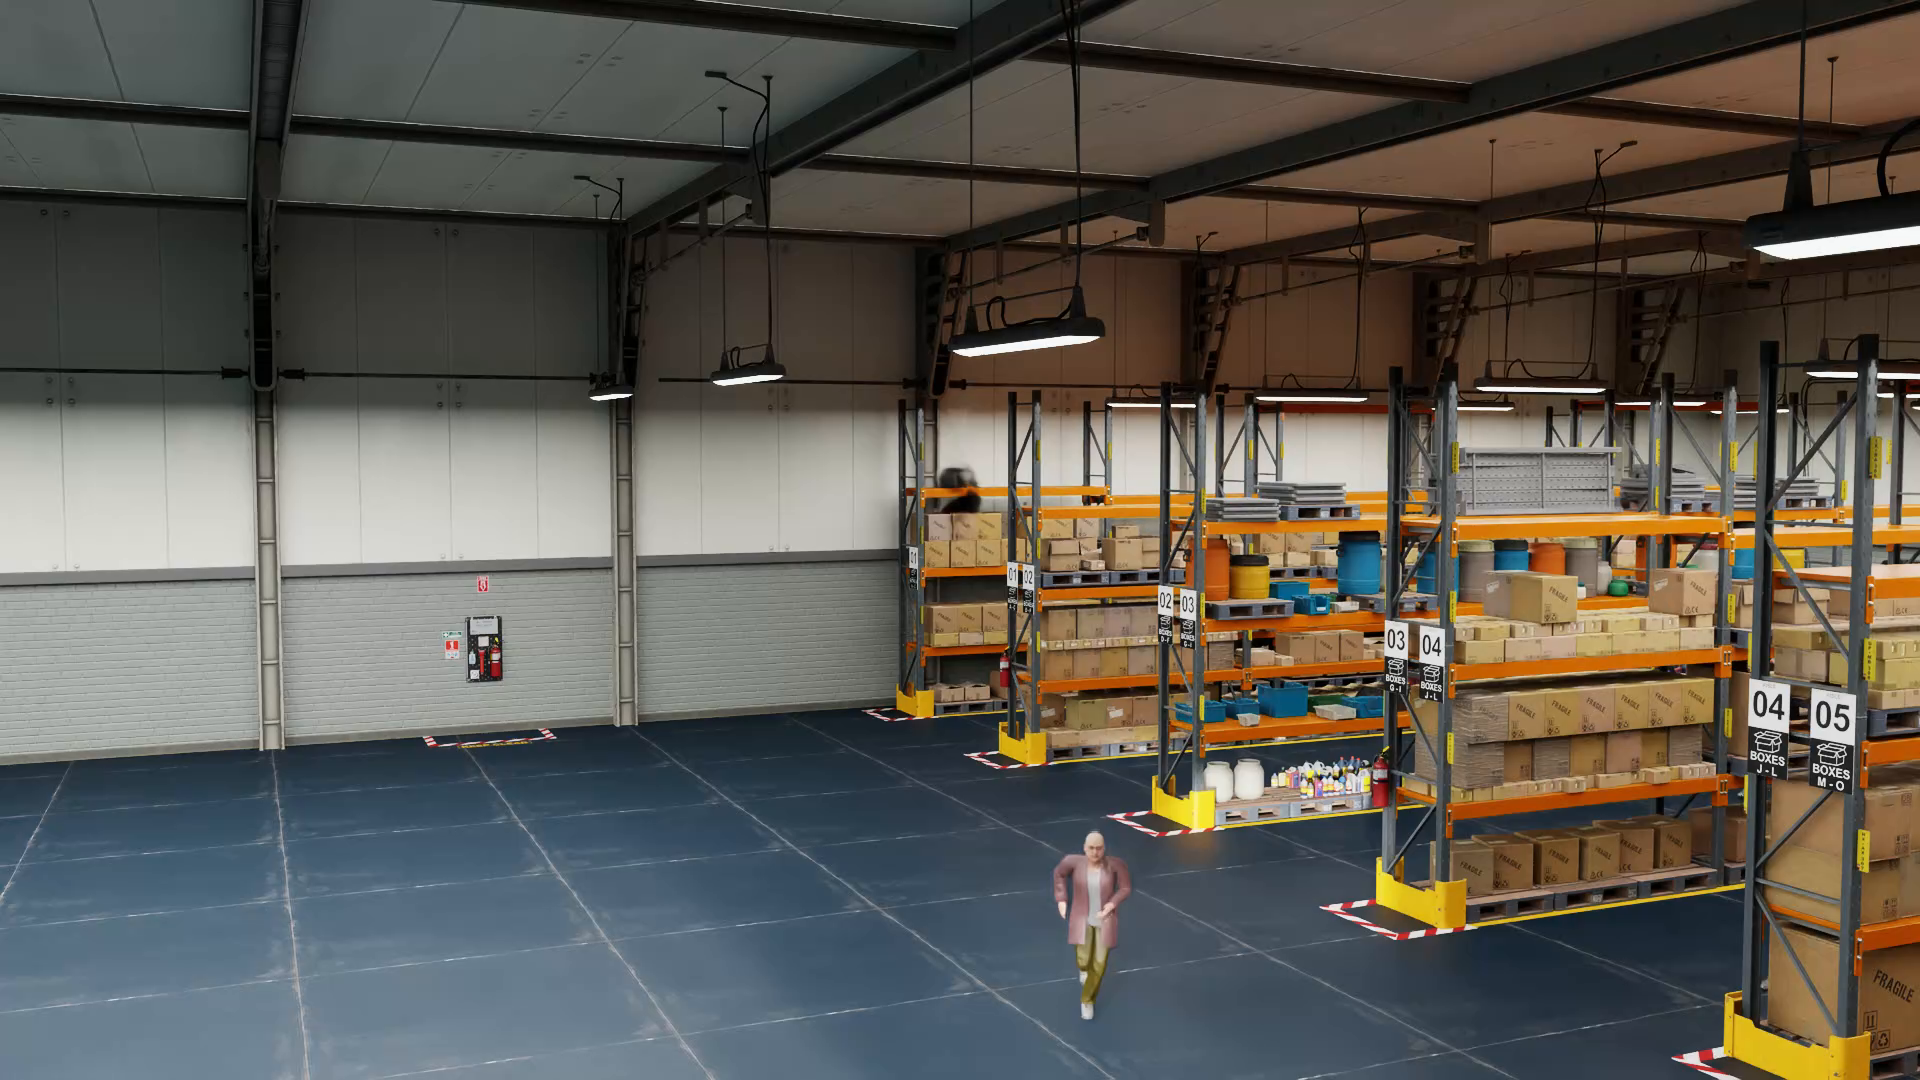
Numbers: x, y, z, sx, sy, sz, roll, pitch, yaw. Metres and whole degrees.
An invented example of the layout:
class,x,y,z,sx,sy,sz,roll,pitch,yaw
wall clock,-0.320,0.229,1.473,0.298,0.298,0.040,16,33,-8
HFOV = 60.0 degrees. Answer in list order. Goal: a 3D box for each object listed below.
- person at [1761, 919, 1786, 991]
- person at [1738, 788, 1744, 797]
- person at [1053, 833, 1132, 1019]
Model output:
class,x,y,z,sx,sy,sz,roll,pitch,yaw
person,7.947,3.393,15.832,0.917,1.692,0.678,-2,4,-26
person,11.313,2.959,24.082,0.569,1.561,0.521,-2,4,-32
person,1.206,3.448,15.011,0.677,1.709,0.788,0,3,1
